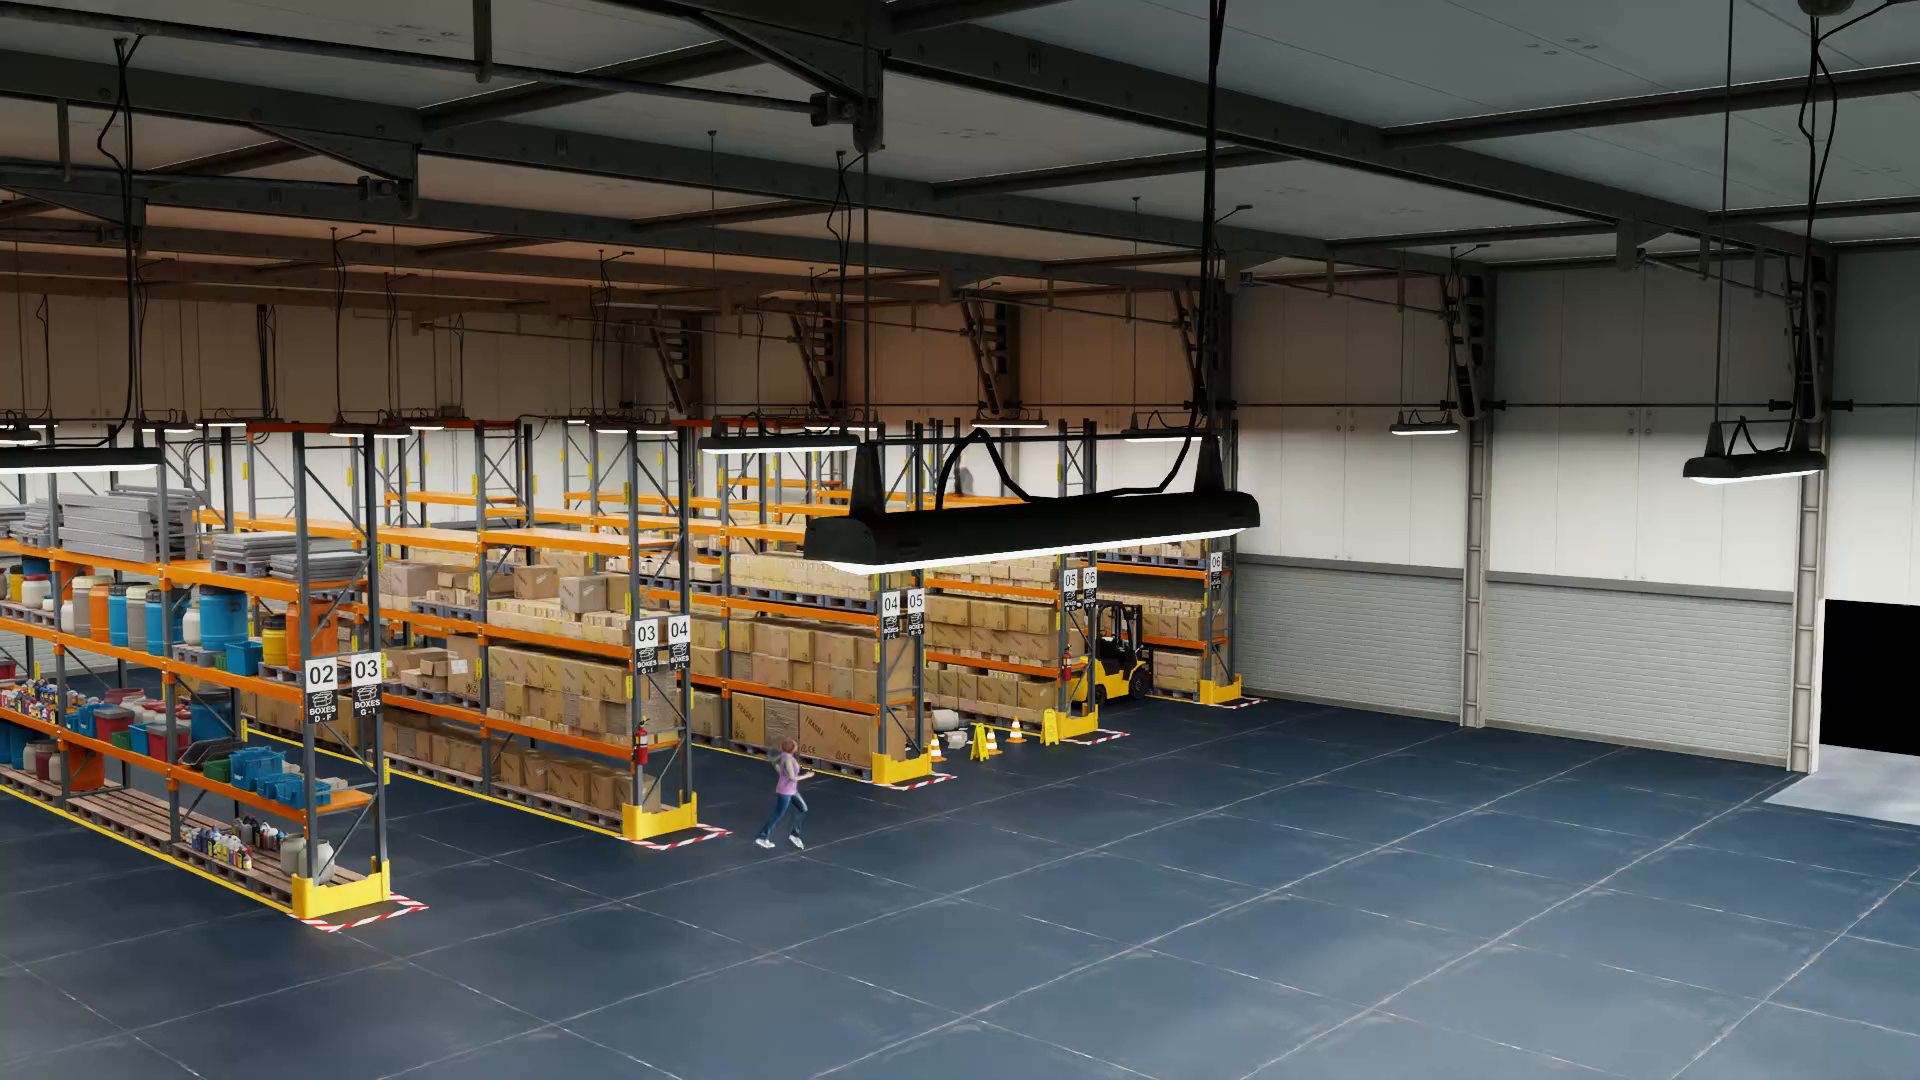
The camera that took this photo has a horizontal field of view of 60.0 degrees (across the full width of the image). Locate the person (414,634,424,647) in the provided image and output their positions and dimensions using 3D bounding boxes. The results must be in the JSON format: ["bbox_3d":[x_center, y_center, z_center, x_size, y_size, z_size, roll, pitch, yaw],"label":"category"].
[{"bbox_3d":[-13.160,2.183,40.302,0.505,1.560,0.742,0,5,-1],"label":"person"}]

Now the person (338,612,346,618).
[{"bbox_3d":[-13.929,2.454,37.383,0.697,1.695,0.819,-1,5,-14],"label":"person"}]

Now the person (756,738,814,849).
[{"bbox_3d":[-2.480,3.604,23.607,0.829,1.618,0.549,0,5,-4],"label":"person"}]
